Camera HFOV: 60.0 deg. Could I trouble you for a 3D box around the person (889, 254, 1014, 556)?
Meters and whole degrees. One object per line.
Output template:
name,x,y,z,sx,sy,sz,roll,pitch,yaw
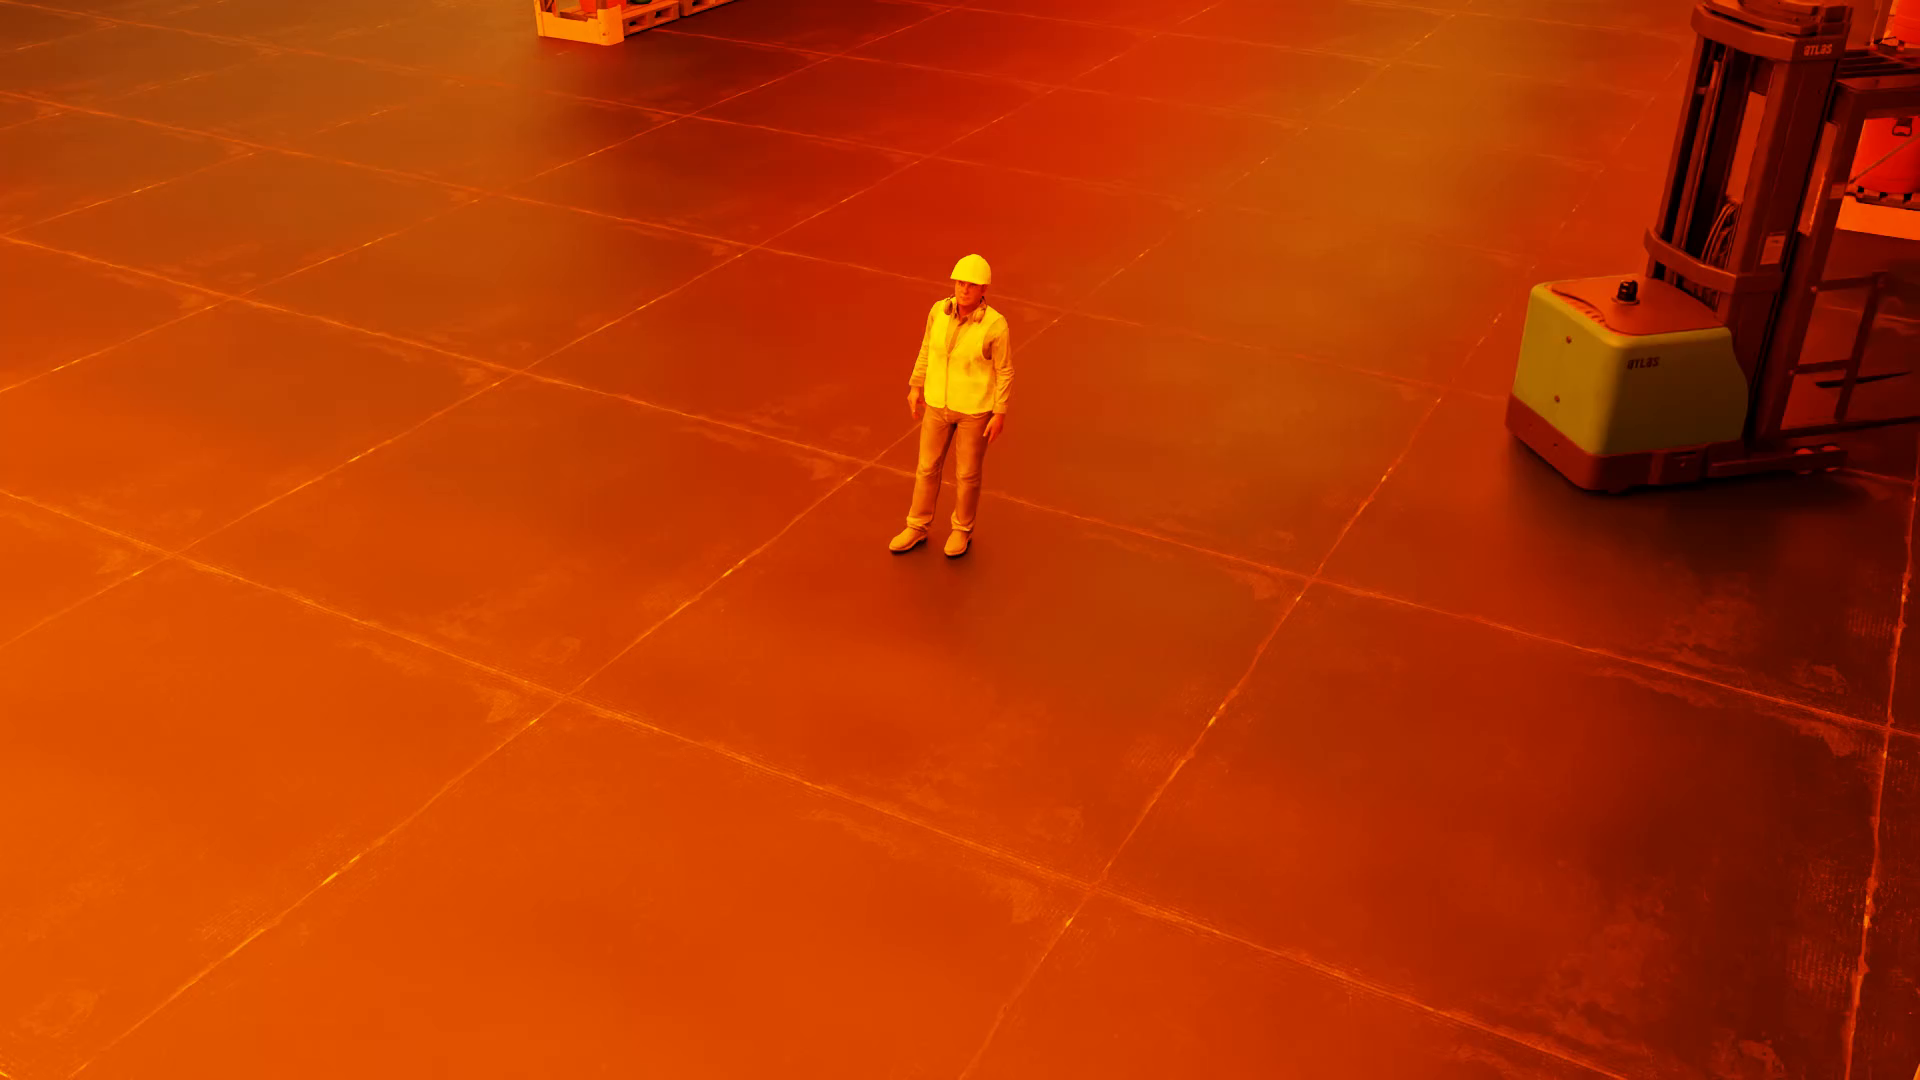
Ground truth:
person,-0.037,-0.749,9.511,0.633,1.775,0.566,15,33,25

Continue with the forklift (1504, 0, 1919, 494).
forklift,5.240,-1.941,10.433,3.031,2.935,1.130,-7,31,-12
